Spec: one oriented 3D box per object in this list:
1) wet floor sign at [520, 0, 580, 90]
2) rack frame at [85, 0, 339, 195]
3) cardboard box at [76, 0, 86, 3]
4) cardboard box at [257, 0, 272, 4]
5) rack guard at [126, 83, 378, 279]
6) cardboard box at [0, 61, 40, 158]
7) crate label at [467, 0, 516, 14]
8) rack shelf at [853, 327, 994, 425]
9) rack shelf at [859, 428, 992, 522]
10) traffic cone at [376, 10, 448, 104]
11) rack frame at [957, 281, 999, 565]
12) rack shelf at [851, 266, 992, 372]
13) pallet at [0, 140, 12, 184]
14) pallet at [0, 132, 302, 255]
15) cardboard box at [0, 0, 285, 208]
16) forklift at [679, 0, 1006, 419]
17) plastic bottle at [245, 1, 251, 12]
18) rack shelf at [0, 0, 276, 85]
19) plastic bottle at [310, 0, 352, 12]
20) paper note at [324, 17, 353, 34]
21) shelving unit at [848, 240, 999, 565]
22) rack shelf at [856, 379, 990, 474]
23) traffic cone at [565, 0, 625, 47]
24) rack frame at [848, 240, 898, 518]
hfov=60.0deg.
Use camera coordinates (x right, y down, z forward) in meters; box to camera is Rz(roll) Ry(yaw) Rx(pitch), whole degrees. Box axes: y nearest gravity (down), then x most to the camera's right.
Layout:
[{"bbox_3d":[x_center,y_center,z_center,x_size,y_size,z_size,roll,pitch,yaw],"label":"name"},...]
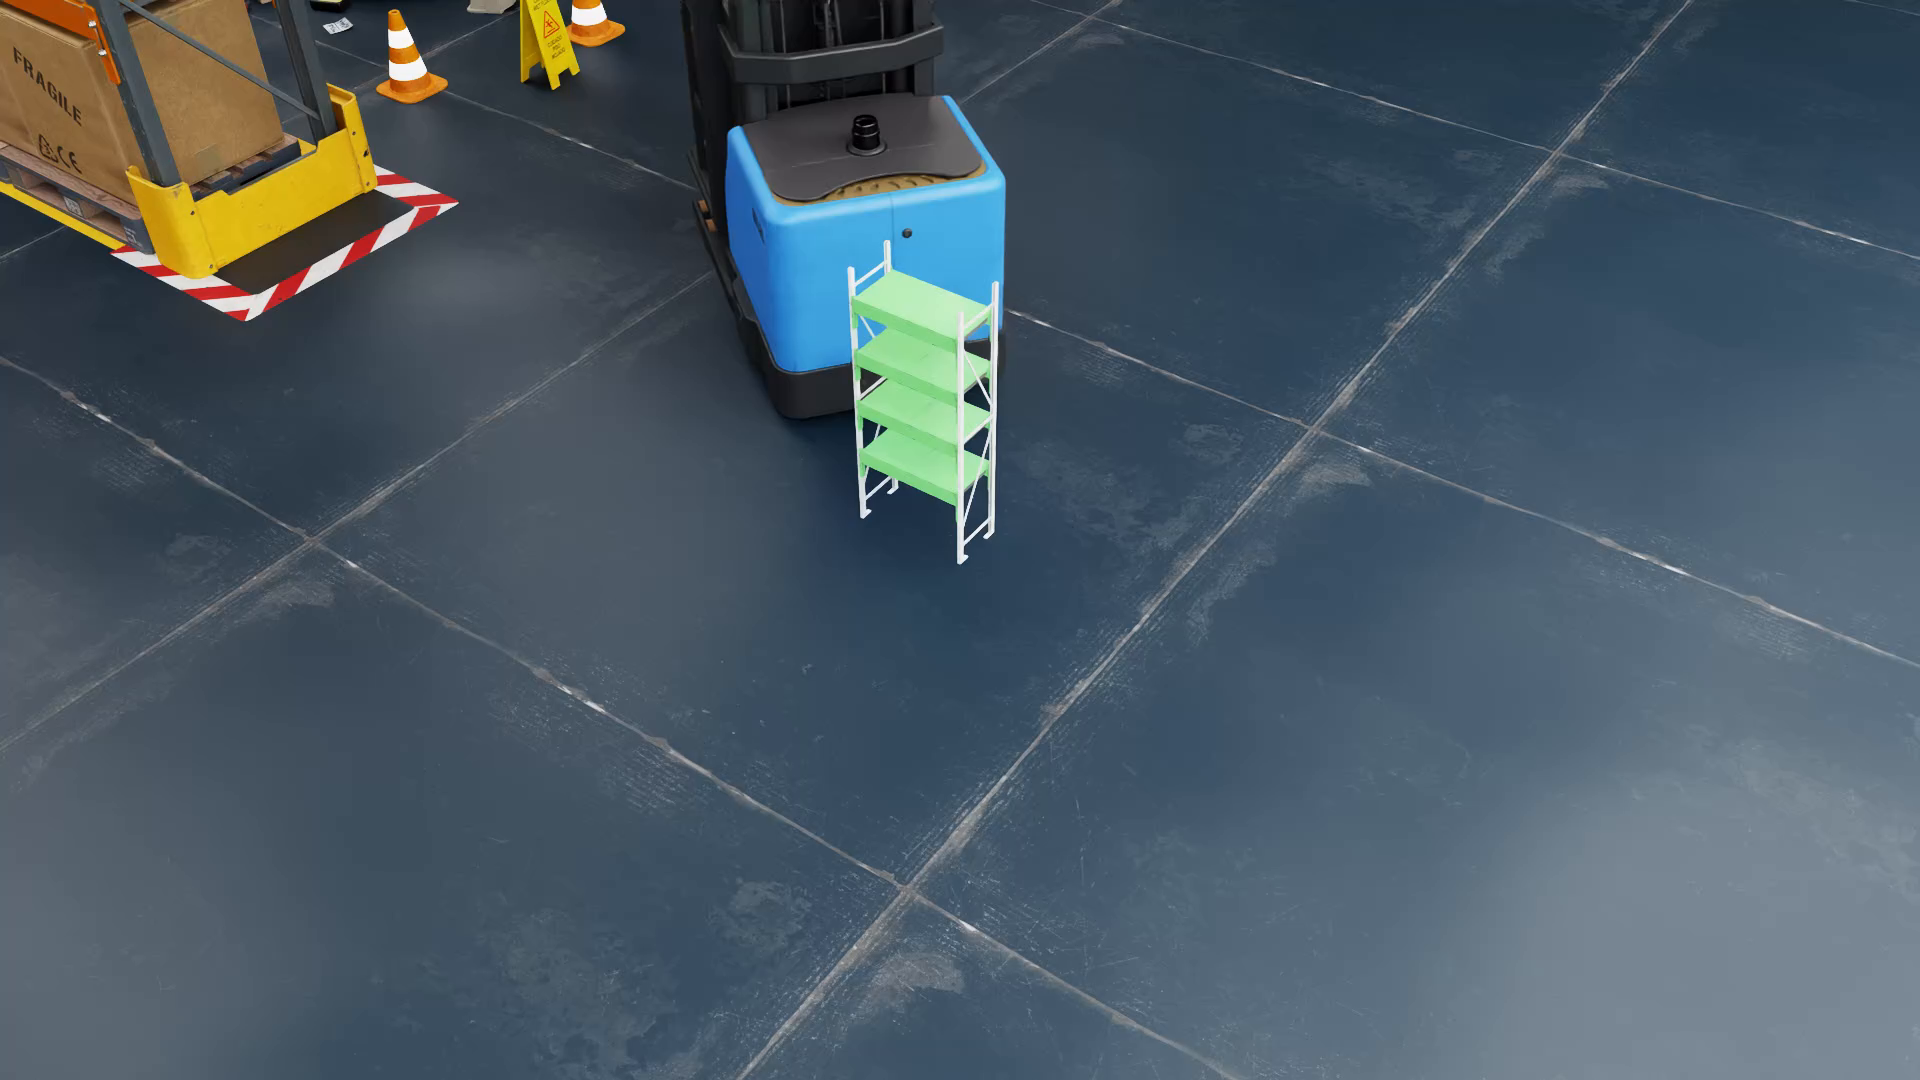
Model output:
[{"bbox_3d":[-2.413,-2.970,9.585,0.232,0.644,0.267,17,45,18],"label":"wet floor sign"},{"bbox_3d":[-3.574,-2.778,7.605,0.127,3.000,1.000,25,48,25],"label":"rack frame"},{"bbox_3d":[-3.904,-2.951,7.686,0.550,0.550,0.875,25,48,25],"label":"cardboard box"},{"bbox_3d":[-4.384,-3.638,10.616,0.396,0.266,0.258,-34,52,-32],"label":"cardboard box"},{"bbox_3d":[-3.554,-1.837,8.428,0.348,0.500,1.175,25,48,25],"label":"rack guard"},{"bbox_3d":[-4.888,-2.702,8.798,0.875,0.875,0.875,24,47,25],"label":"cardboard box"},{"bbox_3d":[-2.945,-3.443,10.495,0.298,0.136,0.250,3,42,4],"label":"crate label"},{"bbox_3d":[-0.136,-0.642,6.303,0.480,0.148,0.258,25,48,25],"label":"rack shelf"},{"bbox_3d":[-0.136,-0.284,6.623,0.480,0.148,0.258,25,48,25],"label":"rack shelf"},{"bbox_3d":[-3.193,-2.811,9.544,0.334,0.463,0.336,25,48,25],"label":"traffic cone"},{"bbox_3d":[0.064,-0.417,6.316,0.015,1.200,0.240,25,48,25],"label":"rack frame"},{"bbox_3d":[-0.136,-0.821,6.143,0.480,0.148,0.258,25,48,25],"label":"rack shelf"},{"bbox_3d":[-5.268,-2.469,9.351,1.213,0.211,1.003,25,48,25],"label":"pallet"},{"bbox_3d":[-4.273,-2.002,8.829,1.213,0.211,1.003,25,48,25],"label":"pallet"},{"bbox_3d":[-4.167,-2.366,8.423,0.875,0.875,0.875,25,48,26],"label":"cardboard box"},{"bbox_3d":[-0.729,-2.615,7.474,1.130,2.935,3.031,-12,43,-13],"label":"forklift"},{"bbox_3d":[-4.557,-3.302,10.394,0.133,0.061,0.283,10,43,11],"label":"plastic bottle"},{"bbox_3d":[-5.211,-3.275,8.700,4.000,0.370,1.077,25,48,25],"label":"rack shelf"},{"bbox_3d":[-4.007,-3.401,10.505,0.283,0.061,0.133,10,43,11],"label":"plastic bottle"},{"bbox_3d":[-3.849,-3.182,10.284,0.144,0.017,0.142,-25,48,-25],"label":"paper note"},{"bbox_3d":[-0.136,-0.511,6.421,0.503,1.200,0.258,25,48,25],"label":"shelving unit"},{"bbox_3d":[-0.136,-0.463,6.463,0.480,0.148,0.258,25,48,25],"label":"rack shelf"},{"bbox_3d":[-2.266,-3.298,10.088,0.334,0.463,0.336,25,48,25],"label":"traffic cone"},{"bbox_3d":[-0.335,-0.604,6.525,0.015,1.200,0.240,25,48,25],"label":"rack frame"}]
